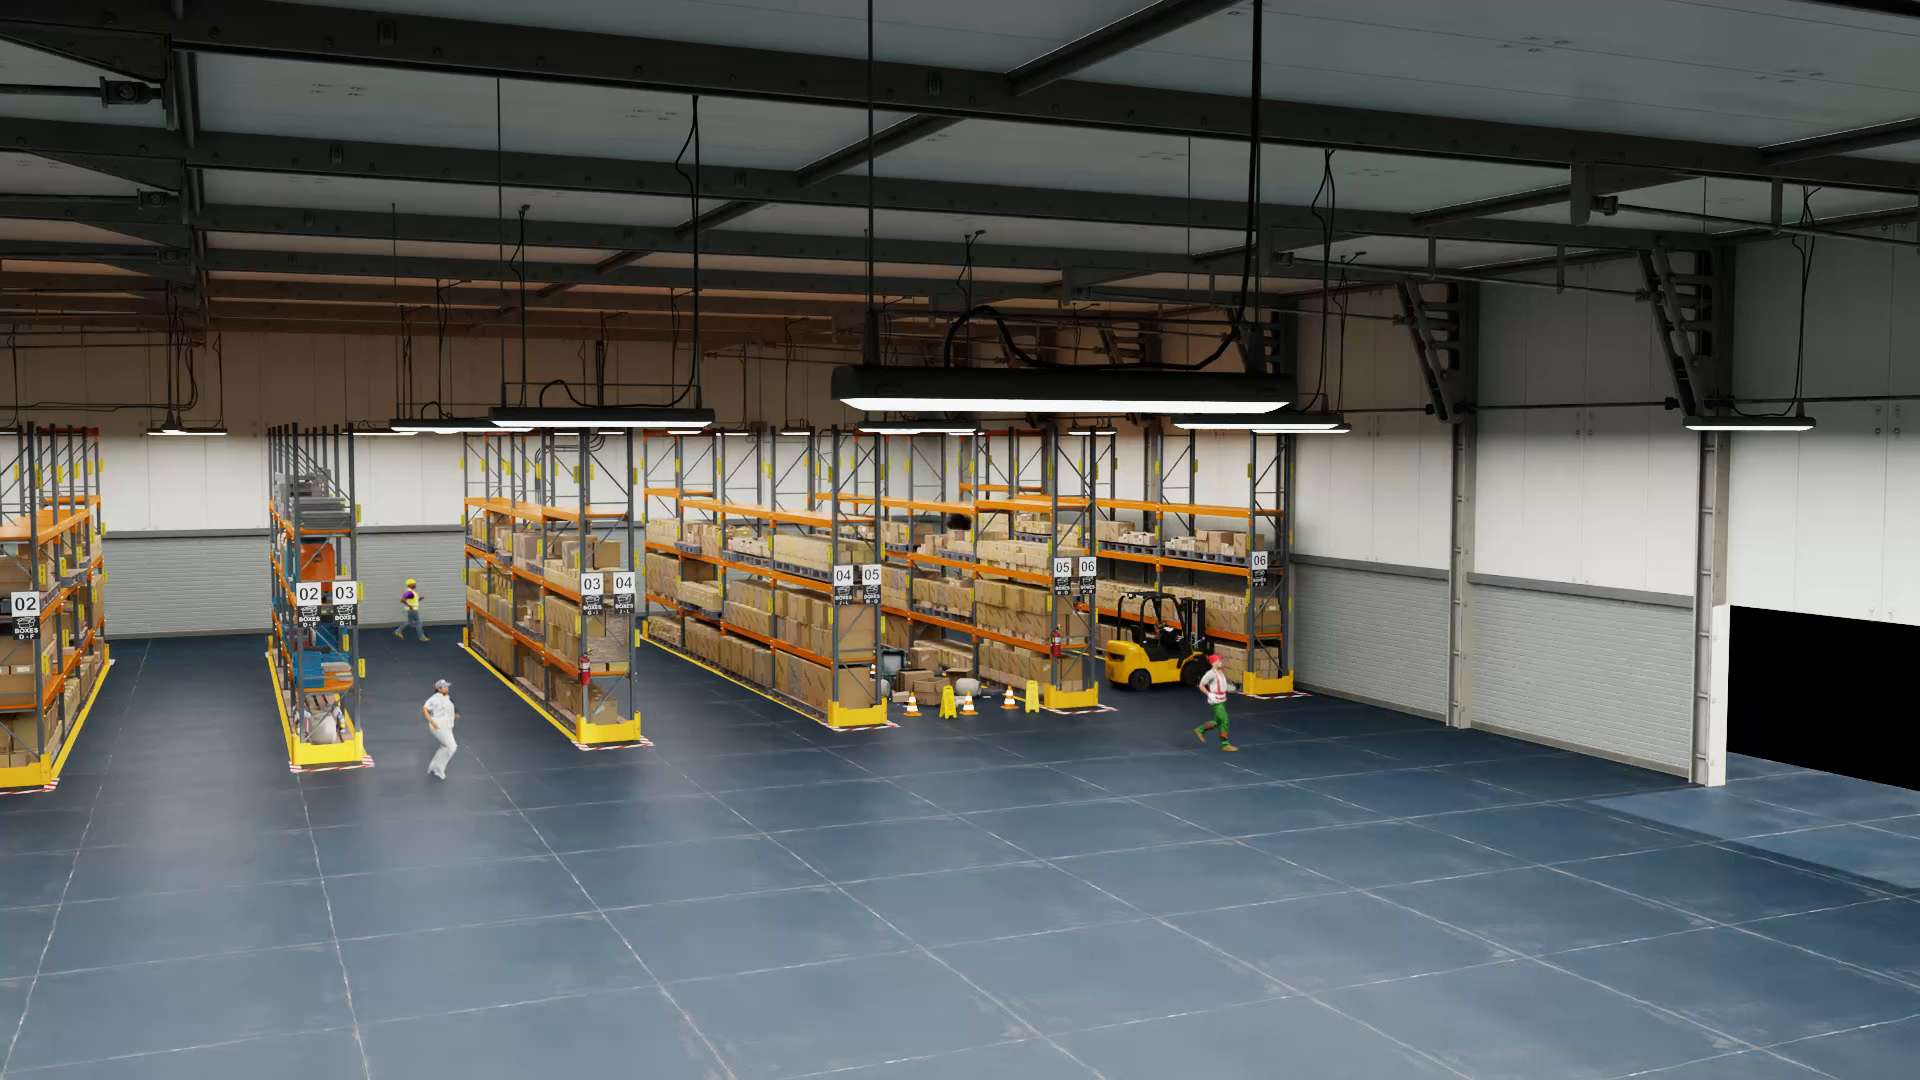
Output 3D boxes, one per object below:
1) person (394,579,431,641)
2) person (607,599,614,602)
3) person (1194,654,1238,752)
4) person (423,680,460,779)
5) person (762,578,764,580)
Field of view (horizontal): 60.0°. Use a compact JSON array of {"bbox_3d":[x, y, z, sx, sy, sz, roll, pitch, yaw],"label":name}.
[{"bbox_3d":[-15.378,1.964,46.691,0.992,1.745,0.703,-1,4,-18],"label":"person"},{"bbox_3d":[-10.168,1.972,48.198,1.085,1.558,0.682,-3,5,-39],"label":"person"},{"bbox_3d":[4.692,2.973,30.505,0.914,1.765,0.670,2,4,32],"label":"person"},{"bbox_3d":[-8.724,3.202,28.055,0.576,1.677,0.662,0,4,7],"label":"person"},{"bbox_3d":[-5.640,1.936,46.870,0.656,1.765,0.939,-3,4,-39],"label":"person"}]
